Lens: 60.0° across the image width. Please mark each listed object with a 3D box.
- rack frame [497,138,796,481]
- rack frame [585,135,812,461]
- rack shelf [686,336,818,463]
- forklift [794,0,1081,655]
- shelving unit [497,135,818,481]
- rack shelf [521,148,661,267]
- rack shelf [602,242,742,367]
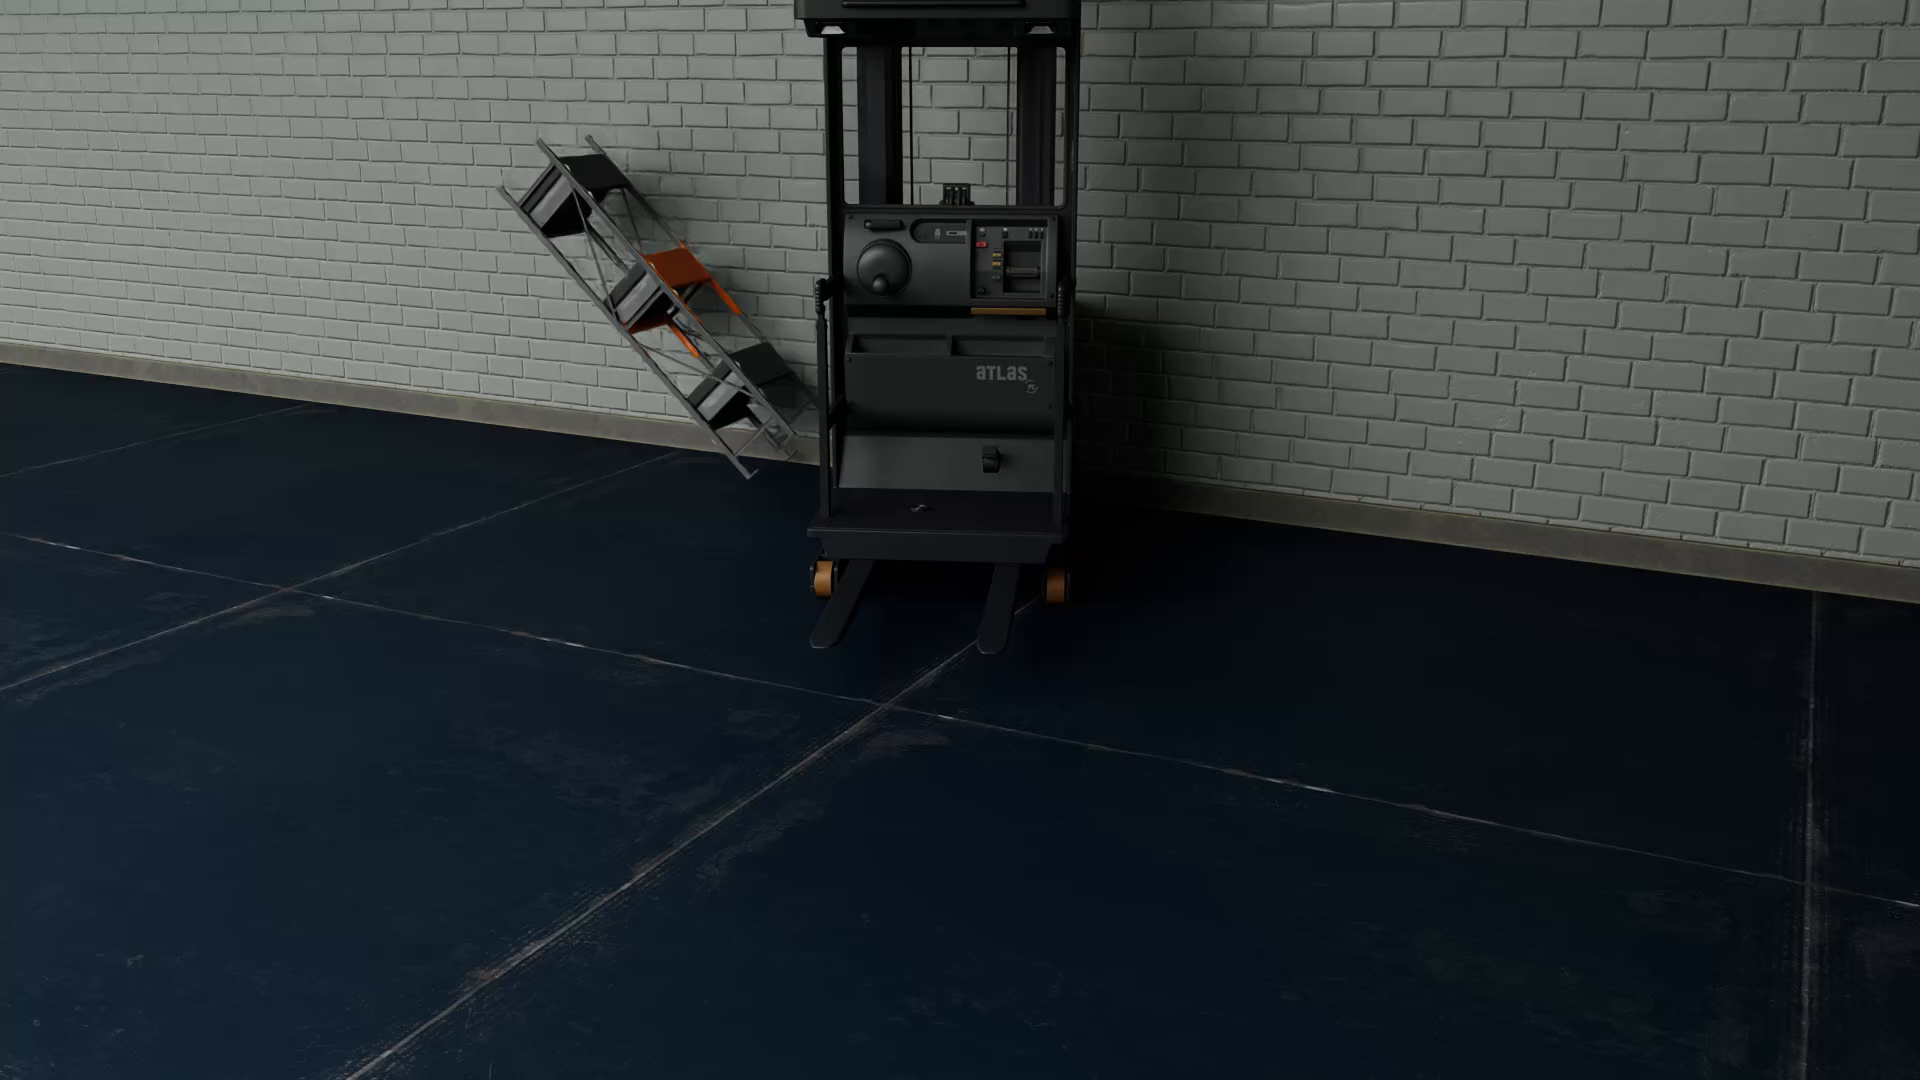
[{"bbox_3d":[-1.697,-1.235,8.947,0.400,2.100,0.015,-42,-2,25],"label":"rack frame"},{"bbox_3d":[-1.533,-1.362,9.389,0.400,2.100,0.015,-42,-2,25],"label":"rack frame"},{"bbox_3d":[-1.148,-0.759,9.149,0.431,0.518,0.480,-42,-2,25],"label":"rack shelf"},{"bbox_3d":[-0.057,-1.228,7.009,1.130,2.935,3.031,1,17,5],"label":"forklift"},{"bbox_3d":[-1.615,-1.299,9.168,0.431,2.100,0.503,-42,-2,25],"label":"shelving unit"},{"bbox_3d":[-2.064,-1.817,9.186,0.431,0.518,0.480,-42,-2,25],"label":"rack shelf"},{"bbox_3d":[-1.606,-1.288,9.167,0.431,0.518,0.480,-42,-2,25],"label":"rack shelf"}]
